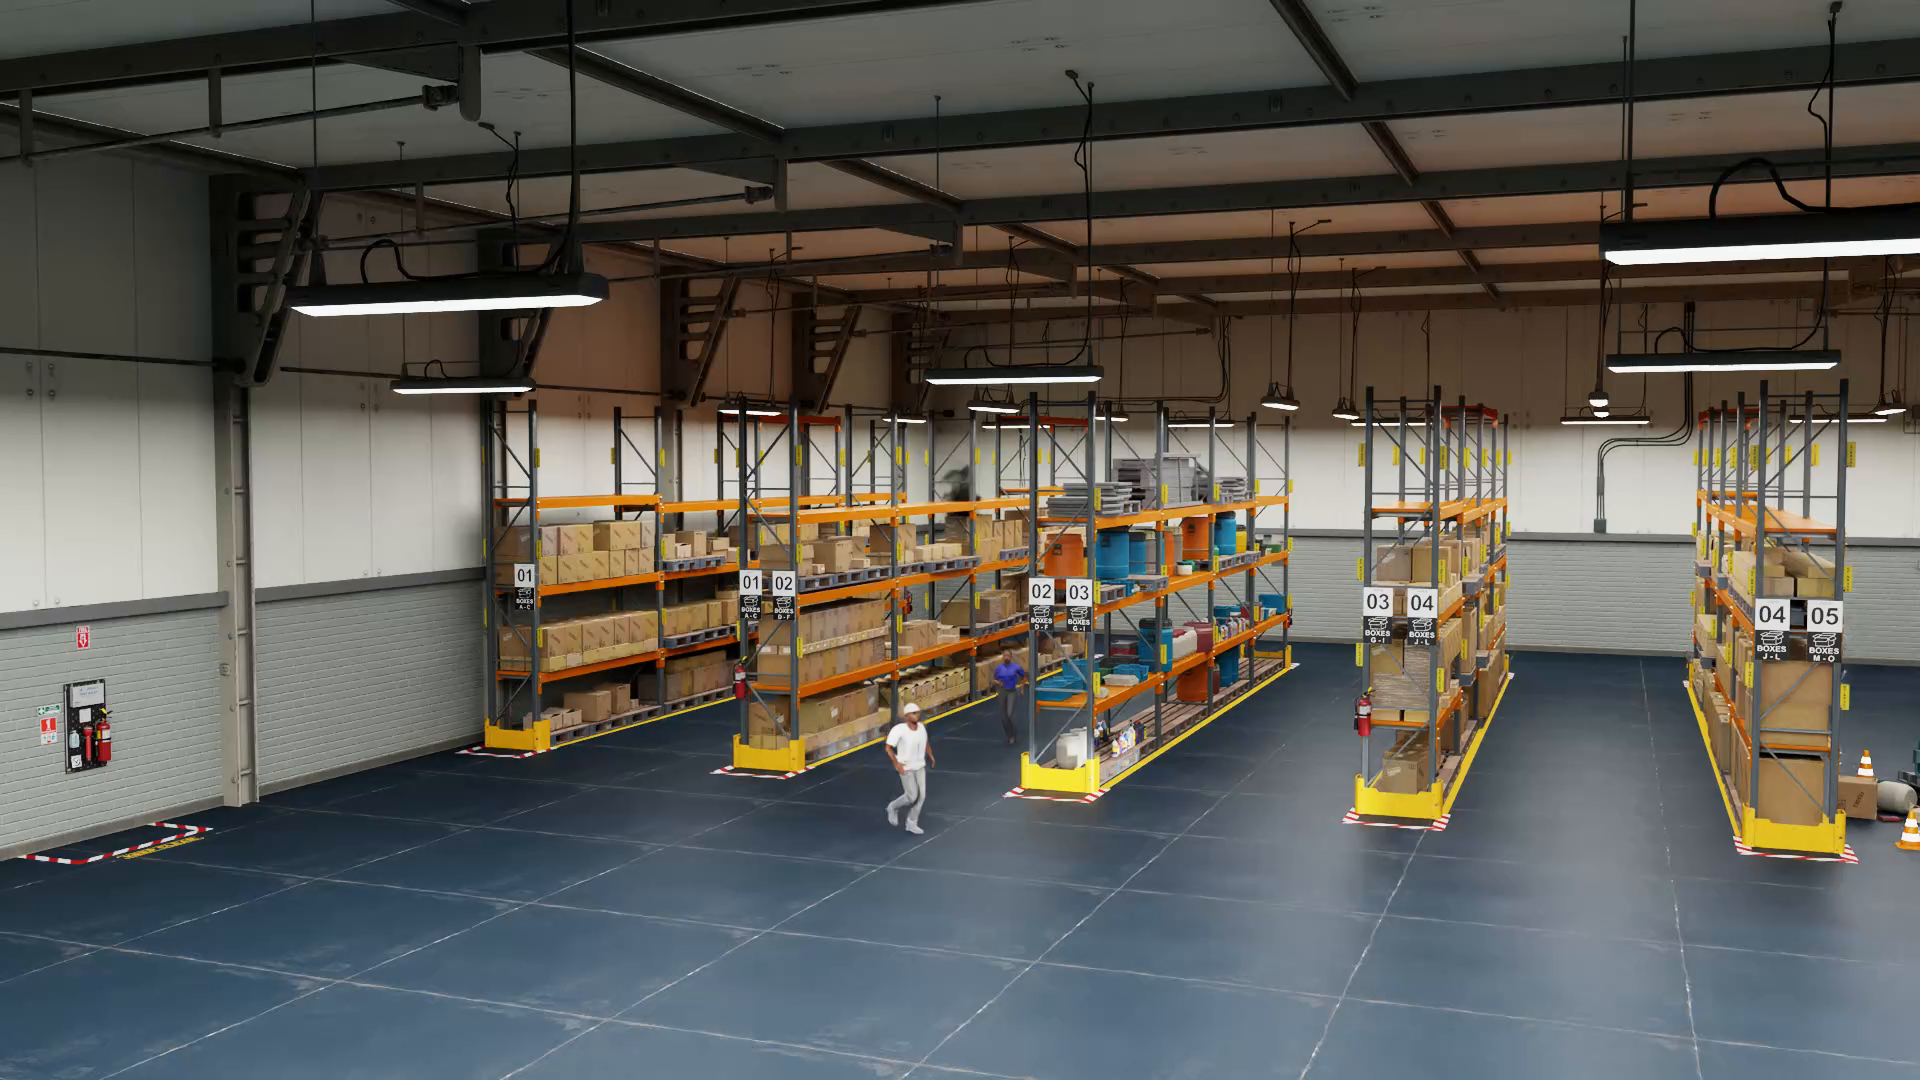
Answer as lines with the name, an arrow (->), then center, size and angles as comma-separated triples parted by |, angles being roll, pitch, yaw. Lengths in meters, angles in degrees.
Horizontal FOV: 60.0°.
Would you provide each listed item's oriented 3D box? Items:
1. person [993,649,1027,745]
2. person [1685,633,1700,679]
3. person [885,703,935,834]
person -> 0.849, 2.747, 29.051 | 0.544, 1.663, 0.688 | 1, 3, 16
person -> 16.690, 2.342, 37.435 | 0.646, 1.692, 0.632 | 1, 3, 25
person -> -0.684, 3.040, 22.295 | 0.720, 1.738, 0.578 | -3, 4, -43
